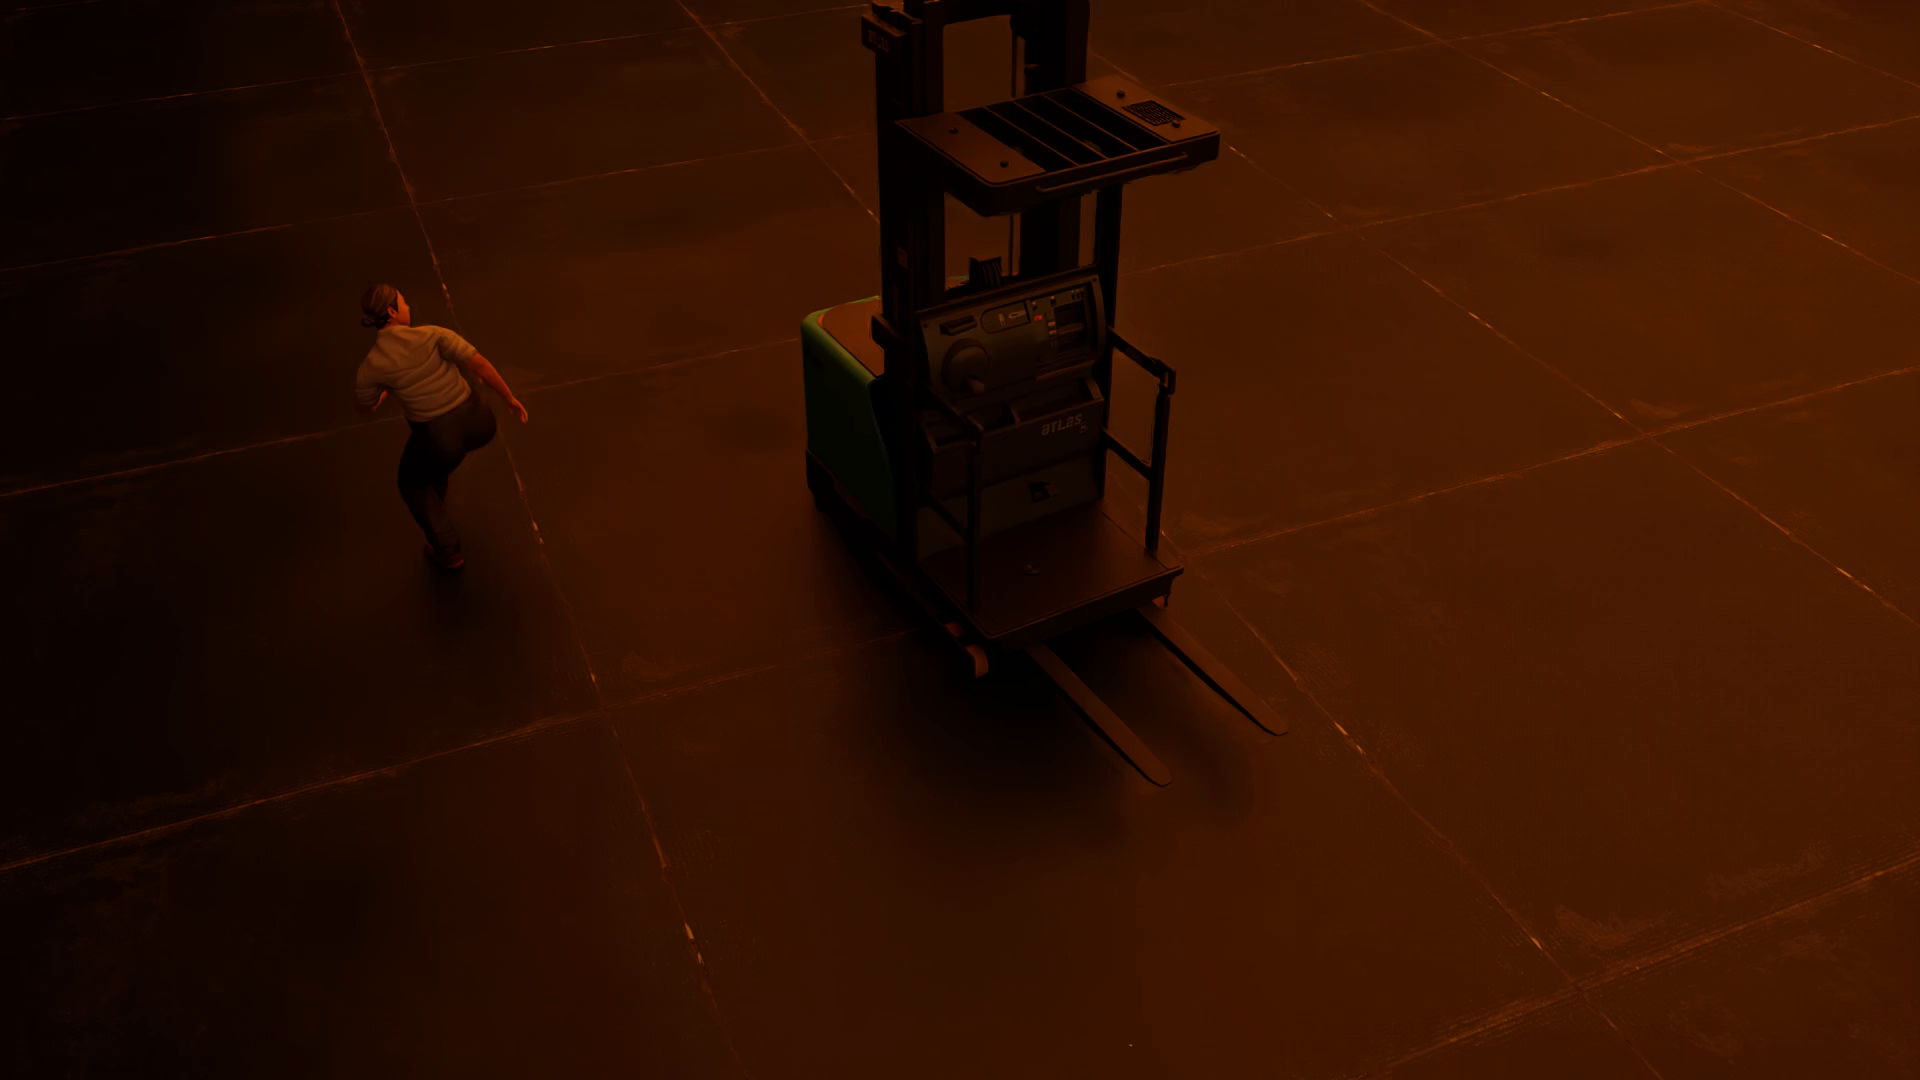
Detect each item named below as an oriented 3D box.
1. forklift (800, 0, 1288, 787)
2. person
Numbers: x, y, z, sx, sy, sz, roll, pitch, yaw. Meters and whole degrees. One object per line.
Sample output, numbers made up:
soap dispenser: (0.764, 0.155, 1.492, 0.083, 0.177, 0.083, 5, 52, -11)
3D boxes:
forklift: (0.354, -0.857, 7.304, 1.130, 2.935, 3.031, -19, 39, -24)
person: (-2.617, -0.630, 8.272, 0.703, 1.473, 0.729, -25, 42, -30)
